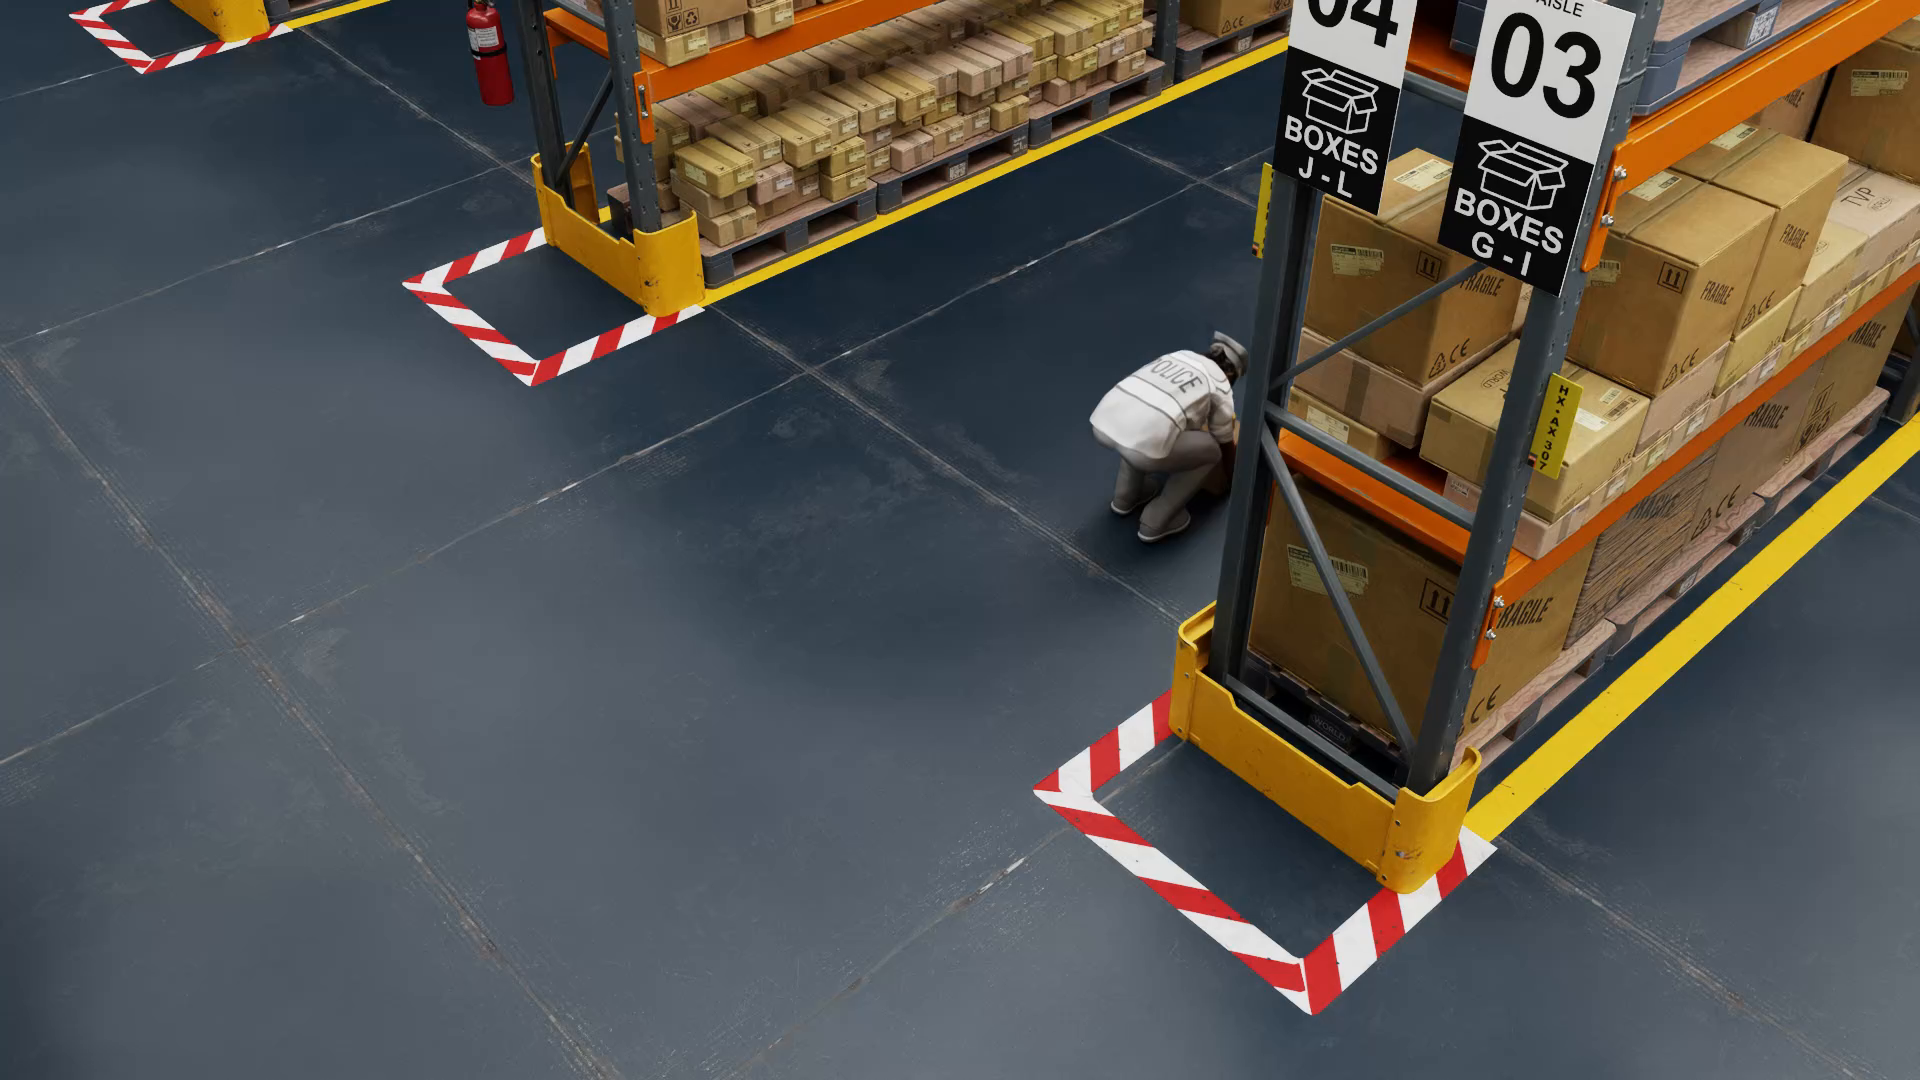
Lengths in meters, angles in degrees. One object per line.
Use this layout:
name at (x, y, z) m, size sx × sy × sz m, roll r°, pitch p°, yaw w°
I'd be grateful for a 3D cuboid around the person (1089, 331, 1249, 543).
person at (0.961, -0.460, 7.419) m, size 0.926 × 0.792 × 0.450 m, roll -32°, pitch 50°, yaw -32°
